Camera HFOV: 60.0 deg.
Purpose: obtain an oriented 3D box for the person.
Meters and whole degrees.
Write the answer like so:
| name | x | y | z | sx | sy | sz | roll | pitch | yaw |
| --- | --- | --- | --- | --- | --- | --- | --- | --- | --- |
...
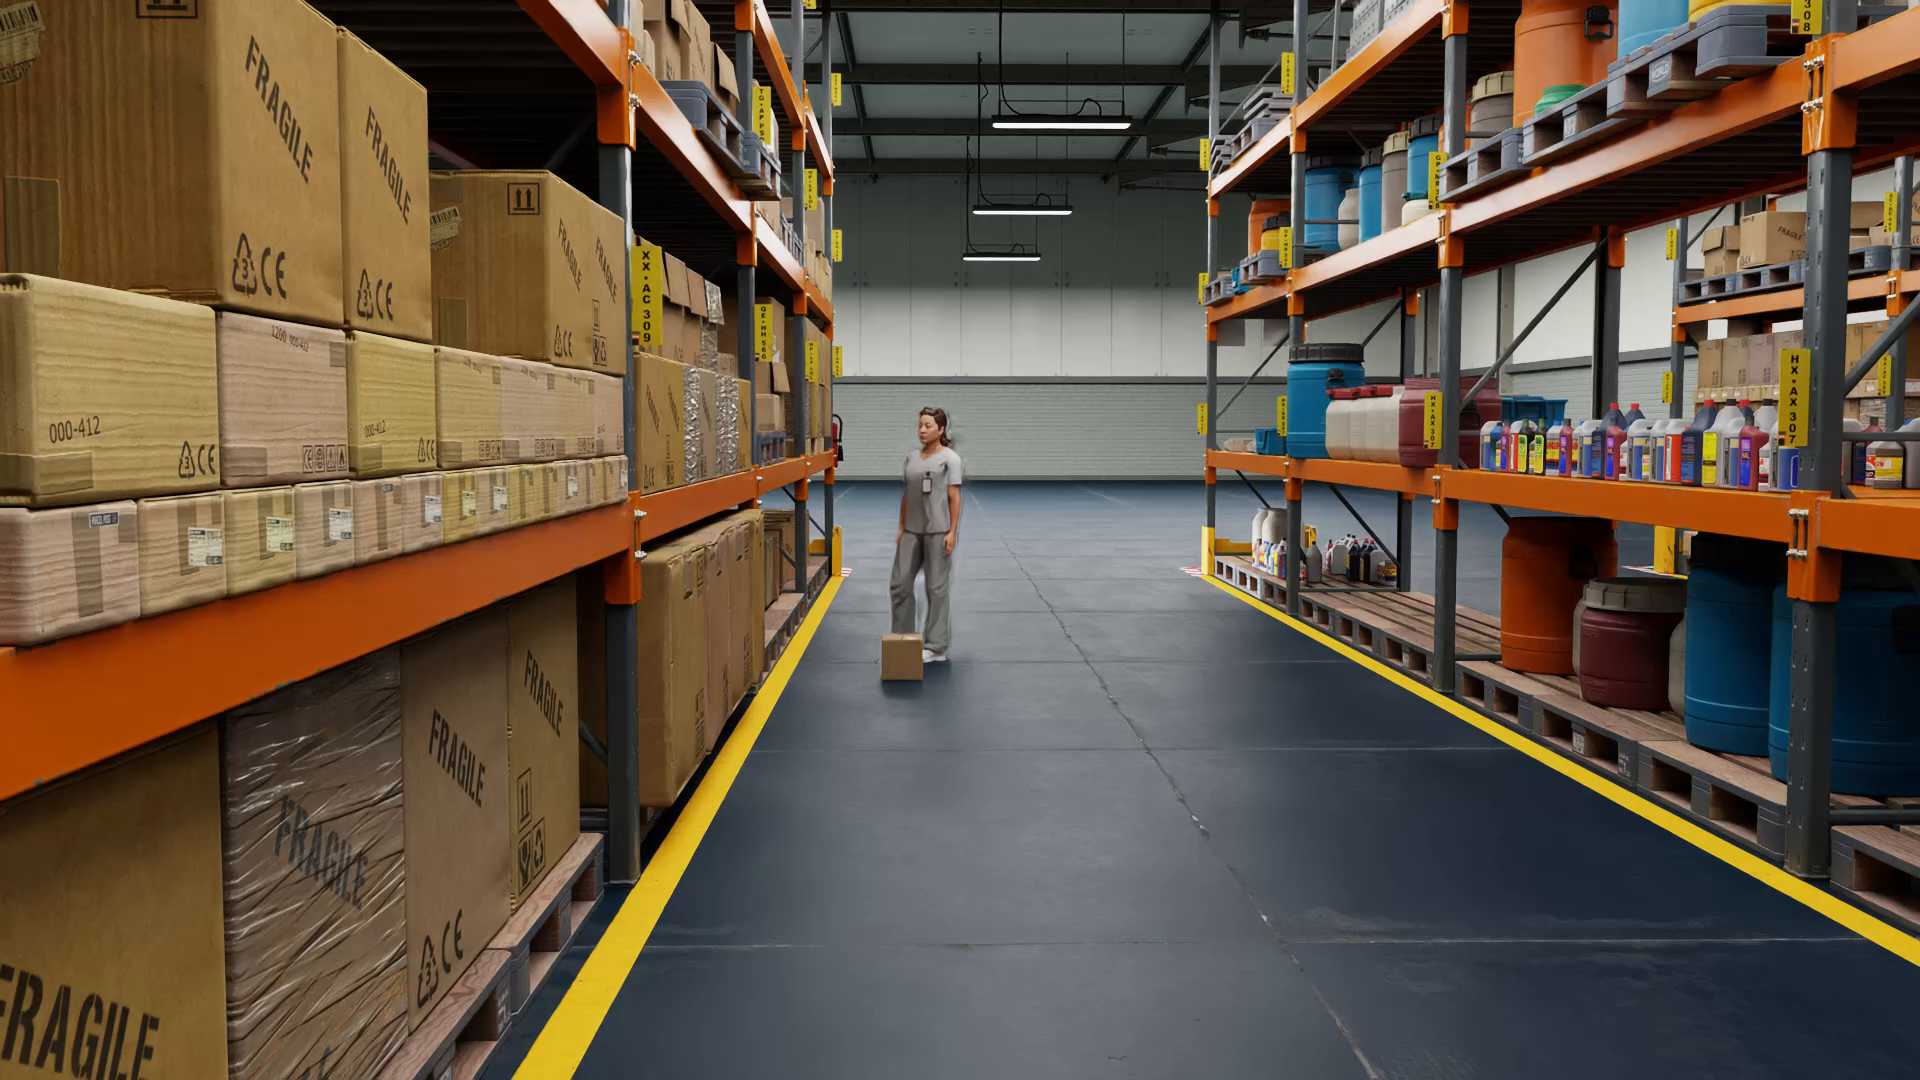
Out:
| name | x | y | z | sx | sy | sz | roll | pitch | yaw |
| --- | --- | --- | --- | --- | --- | --- | --- | --- | --- |
| person | -0.246 | -0.010 | 10.860 | 0.502 | 1.716 | 0.441 | 2 | 4 | 31 |
